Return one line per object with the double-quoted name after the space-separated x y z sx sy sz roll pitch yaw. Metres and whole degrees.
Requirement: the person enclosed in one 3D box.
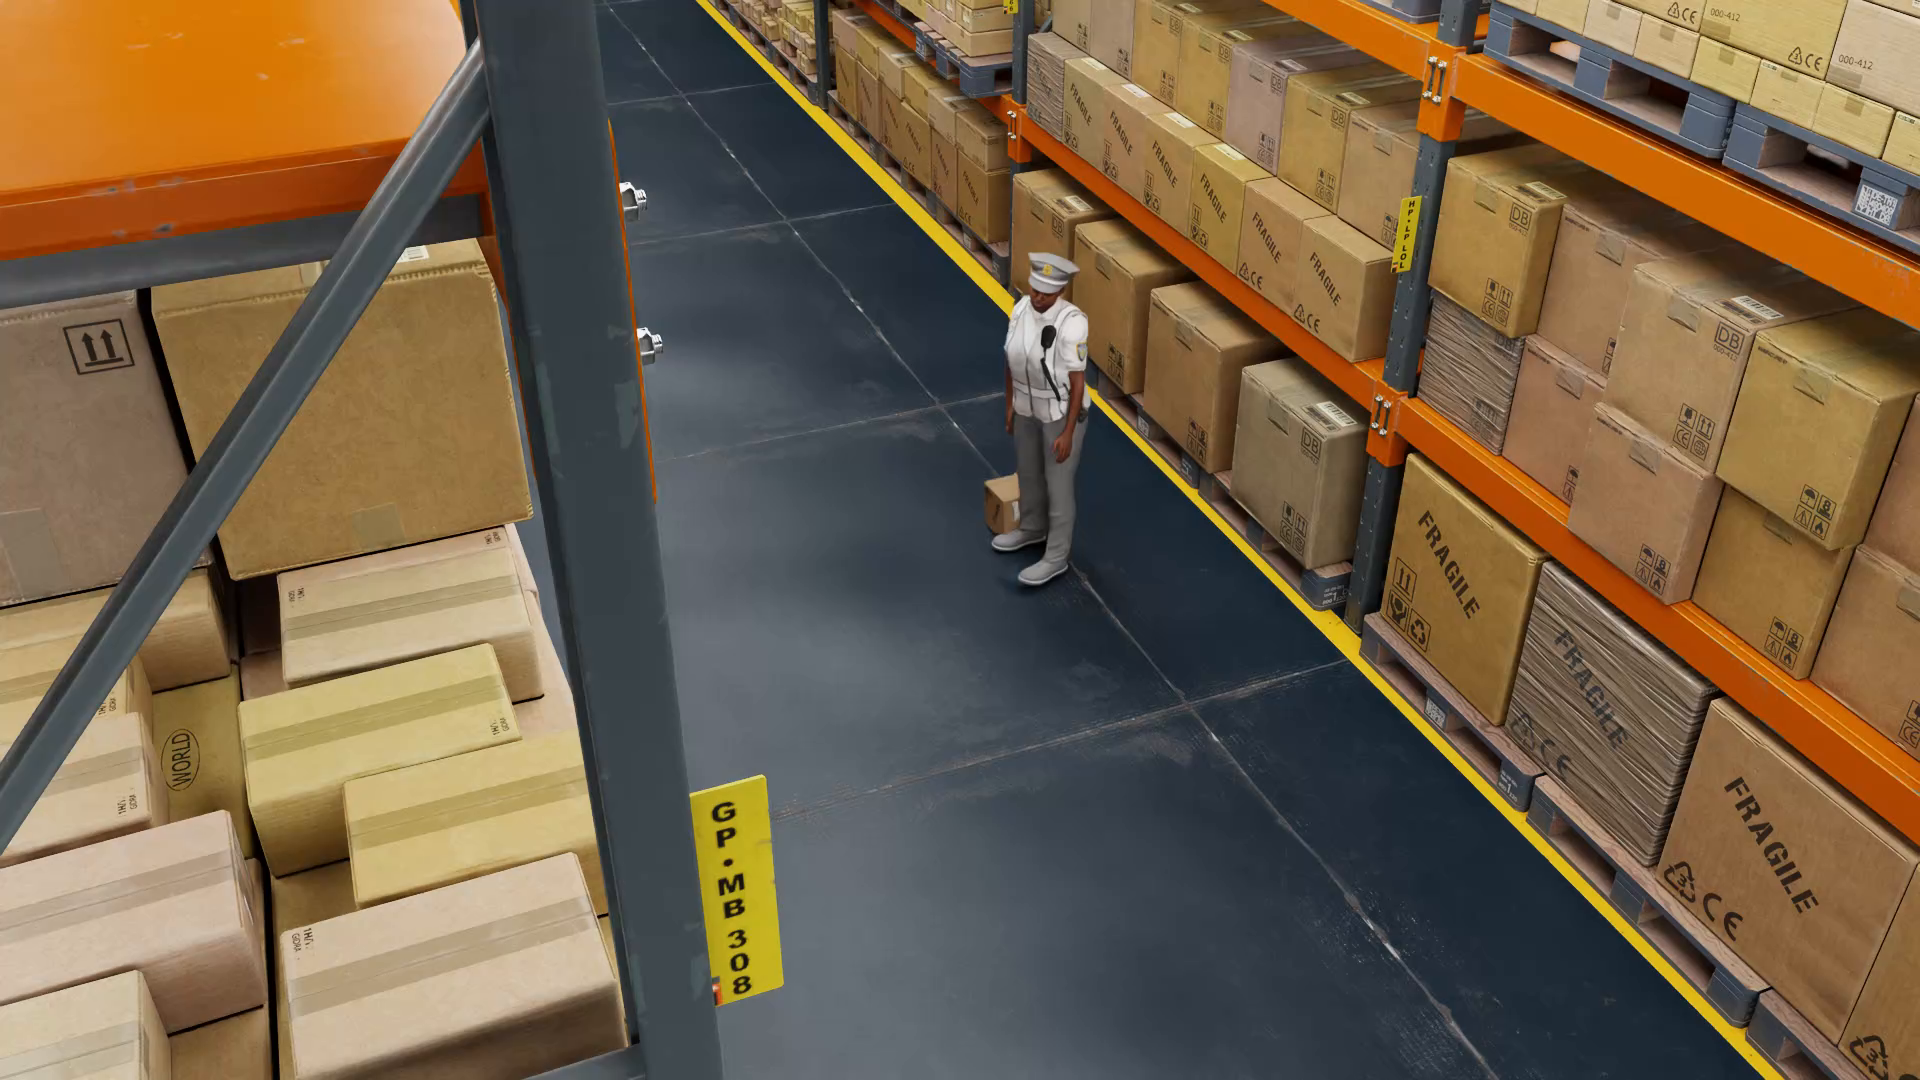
0.362 -0.588 7.966 0.514 1.686 0.445 28 43 35 "person"
